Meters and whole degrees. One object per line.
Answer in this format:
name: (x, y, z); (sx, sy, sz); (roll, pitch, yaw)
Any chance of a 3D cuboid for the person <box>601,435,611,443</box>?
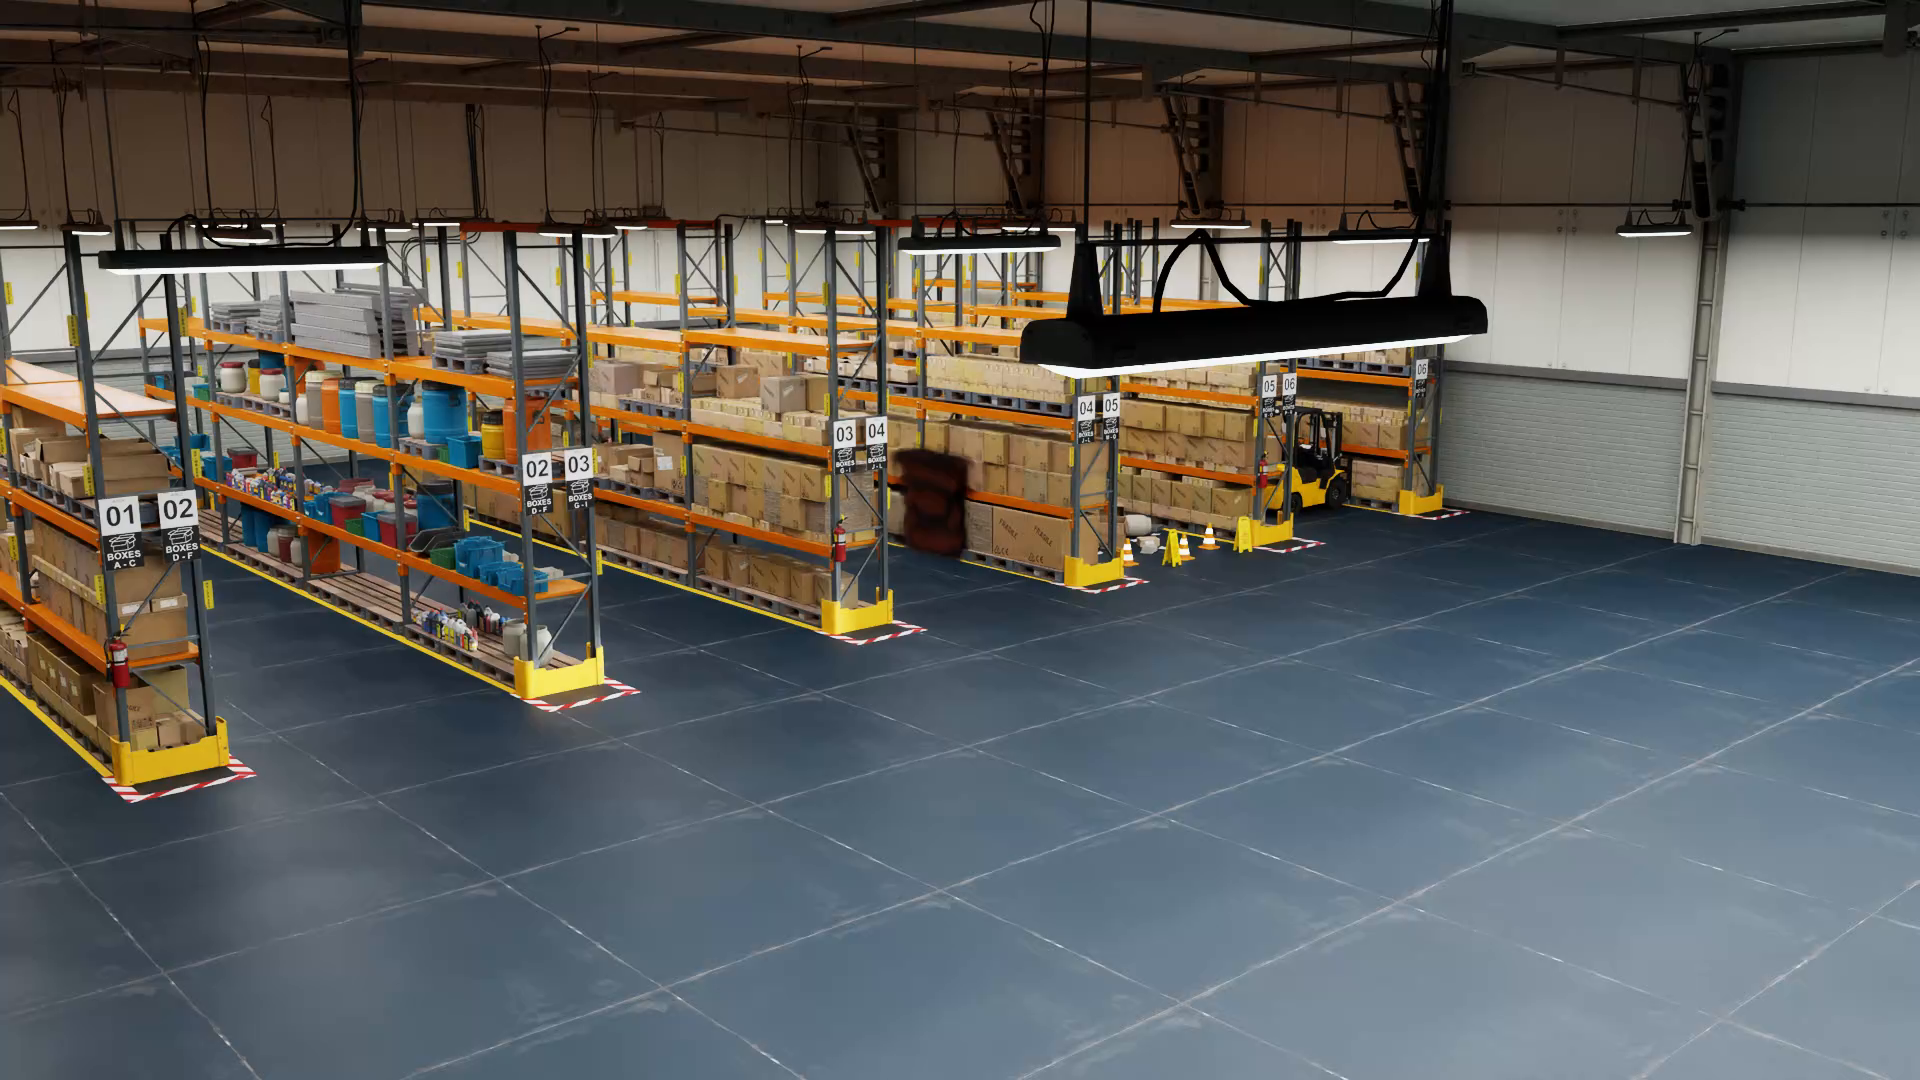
person: (-7.204, -1.338, 34.289); (0.487, 1.693, 0.467); (-4, 12, -21)
